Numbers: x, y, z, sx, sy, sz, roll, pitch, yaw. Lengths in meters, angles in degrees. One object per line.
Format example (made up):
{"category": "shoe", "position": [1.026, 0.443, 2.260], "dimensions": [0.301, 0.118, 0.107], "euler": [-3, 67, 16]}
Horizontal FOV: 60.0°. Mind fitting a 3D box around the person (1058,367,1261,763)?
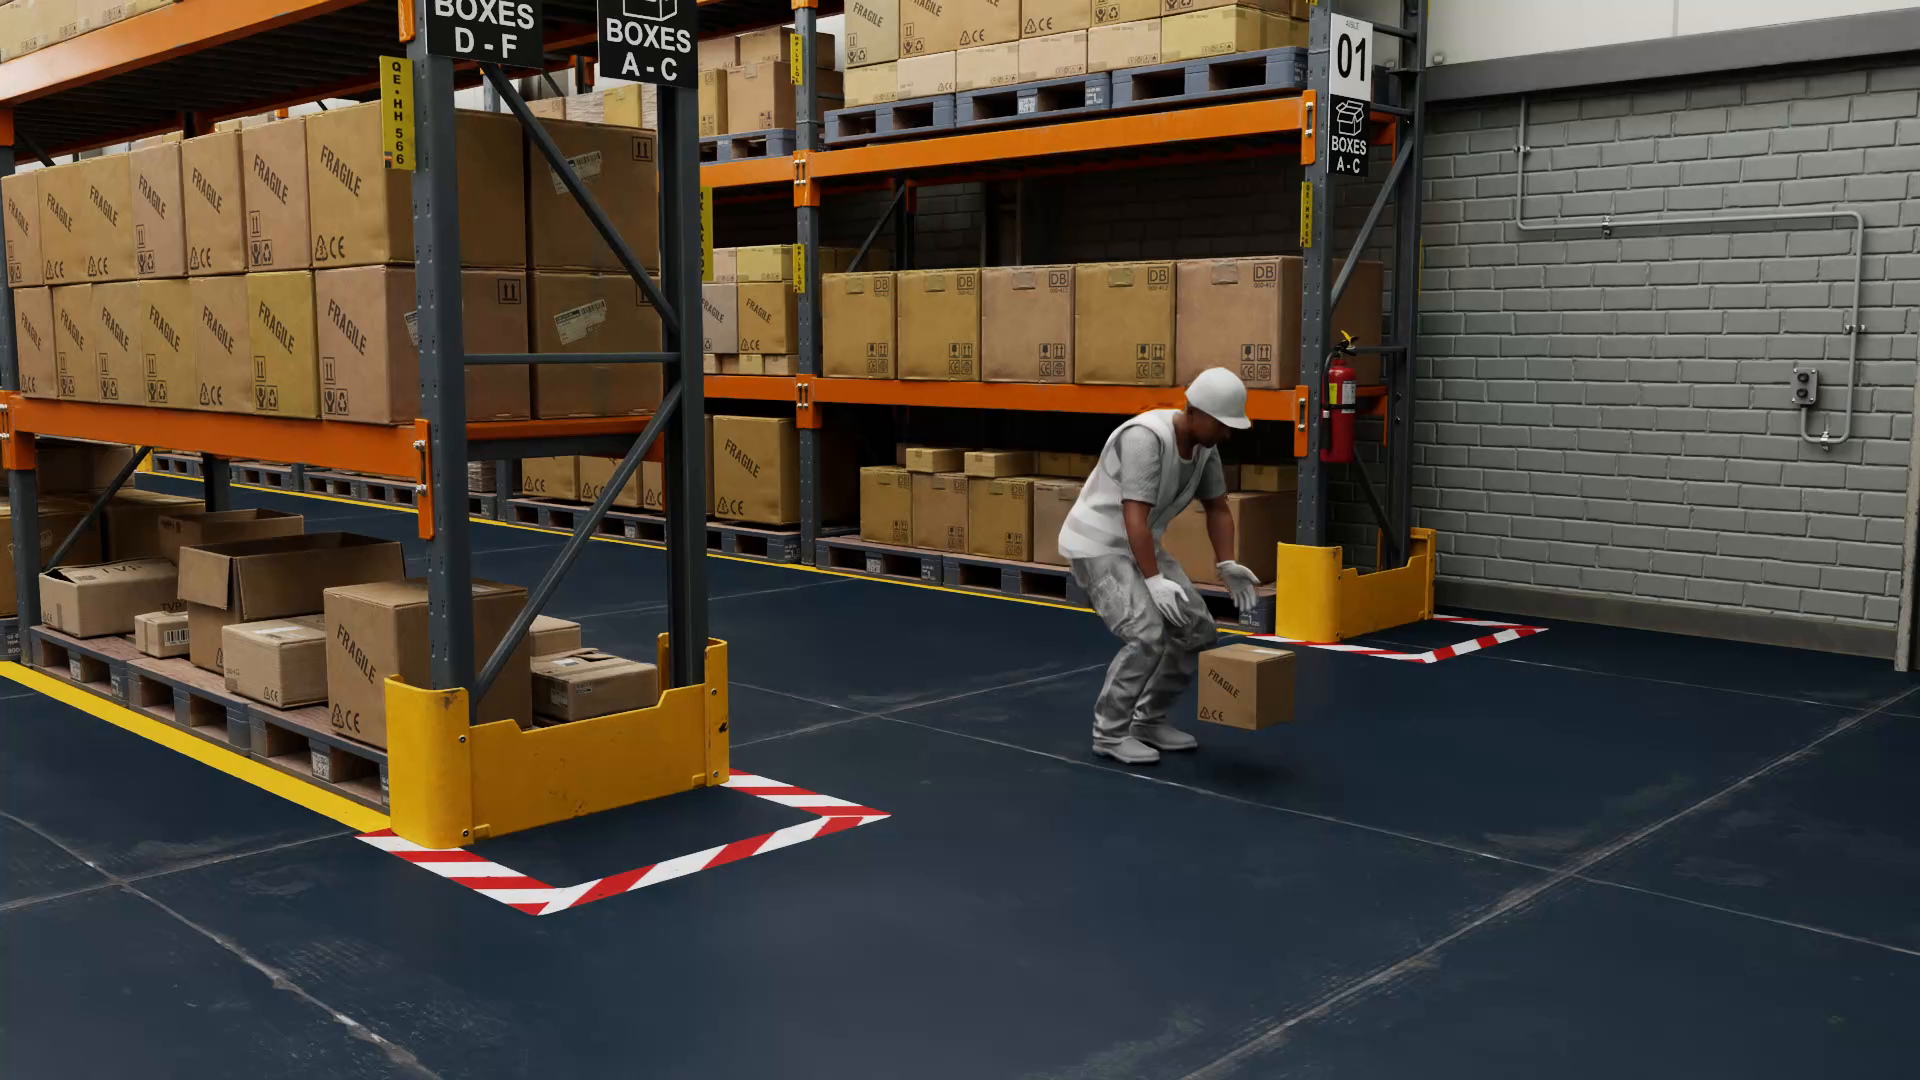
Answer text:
{"category": "person", "position": [0.753, 0.083, 6.288], "dimensions": [0.737, 1.470, 0.609], "euler": [7, 10, 44]}
